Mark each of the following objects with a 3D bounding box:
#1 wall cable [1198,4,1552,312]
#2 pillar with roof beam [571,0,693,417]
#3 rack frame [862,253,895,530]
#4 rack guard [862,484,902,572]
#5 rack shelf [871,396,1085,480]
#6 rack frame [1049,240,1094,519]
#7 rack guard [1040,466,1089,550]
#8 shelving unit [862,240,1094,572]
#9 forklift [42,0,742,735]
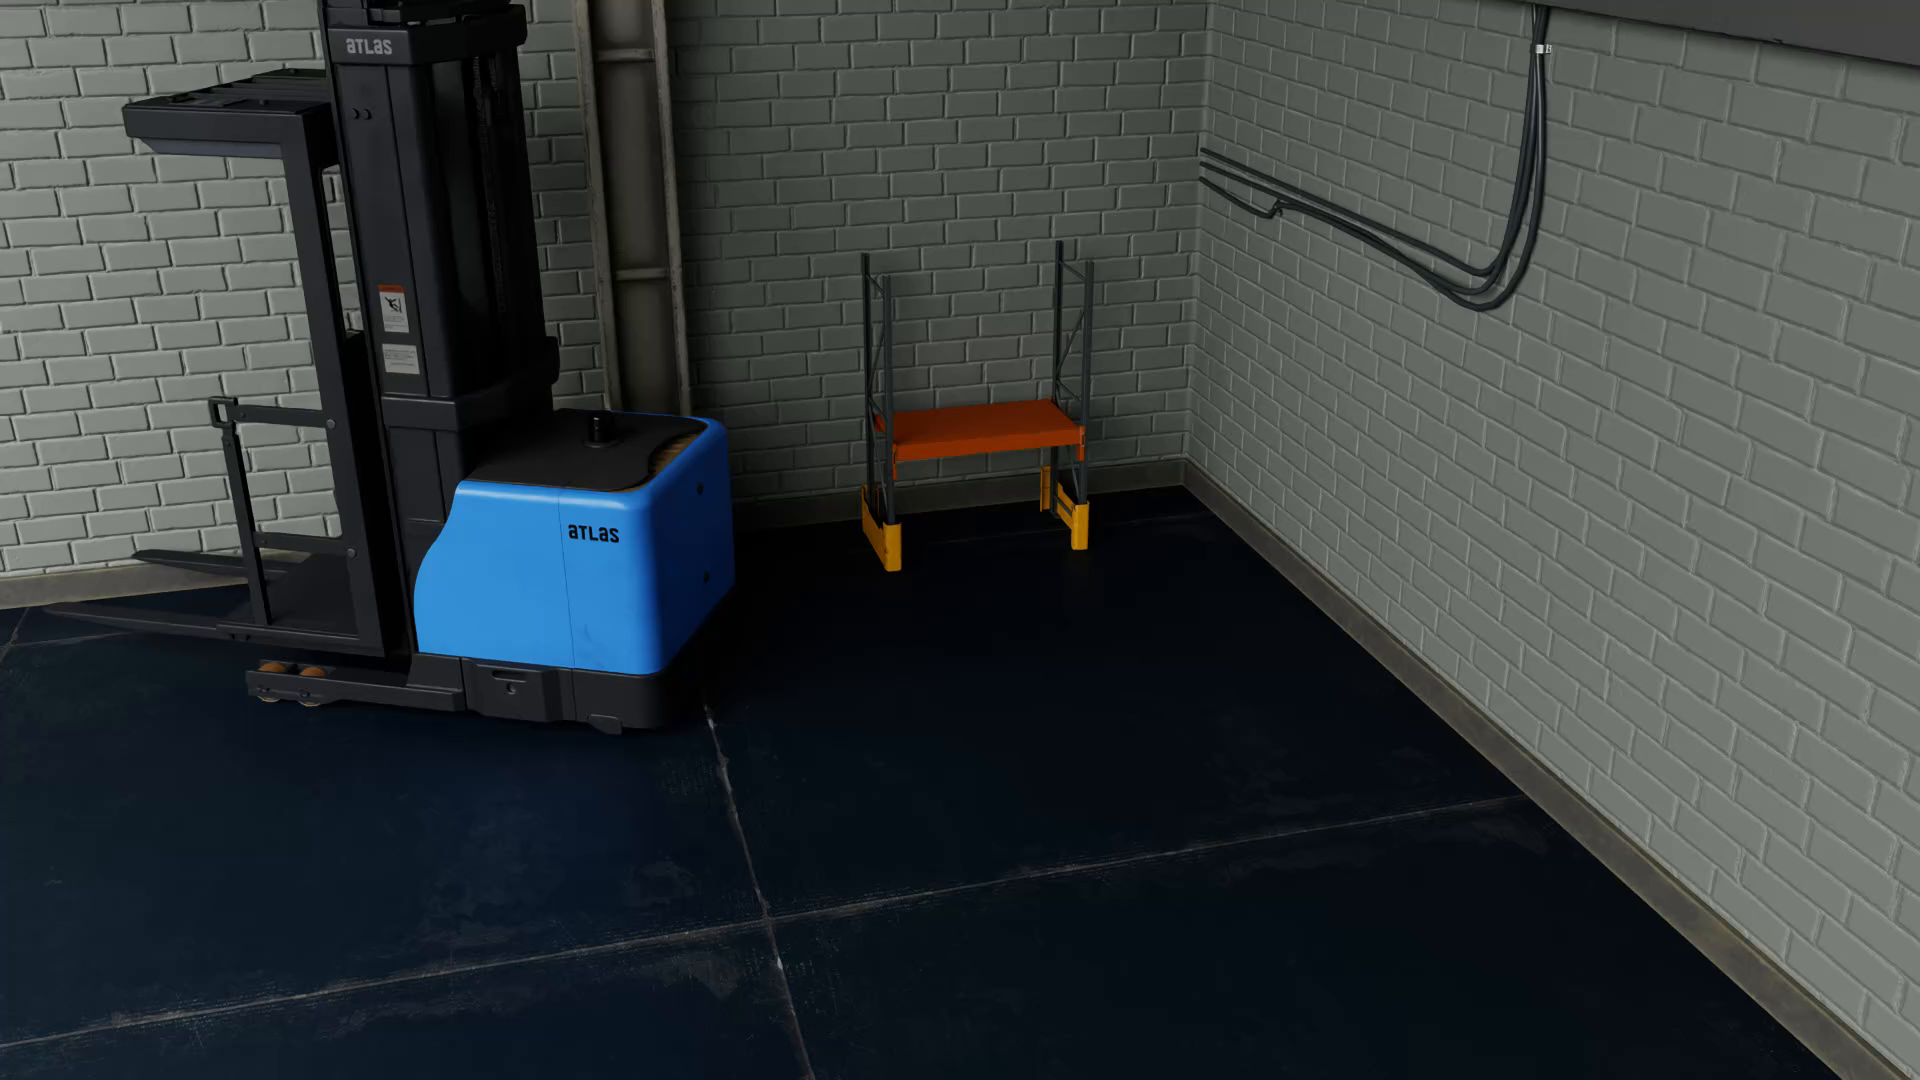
[{"bbox_3d":[1.634,-2.475,7.043,0.112,2.526,3.097,-6,24,-14],"label":"wall cable"},{"bbox_3d":[-0.397,-2.455,3.060,0.400,9.000,9.100,-6,24,-14],"label":"pillar with roof beam"},{"bbox_3d":[-0.407,-0.644,8.349,0.032,1.500,0.500,-6,24,-14],"label":"rack frame"},{"bbox_3d":[-0.406,-0.070,8.596,0.087,0.250,0.587,-6,24,-14],"label":"rack guard"},{"bbox_3d":[0.082,-0.533,8.546,1.000,0.185,0.538,-6,24,-14],"label":"rack shelf"},{"bbox_3d":[0.572,-0.752,8.602,0.032,1.500,0.500,-6,24,-14],"label":"rack frame"},{"bbox_3d":[0.553,-0.176,8.843,0.087,0.250,0.587,-6,24,-14],"label":"rack guard"},{"bbox_3d":[0.073,-0.697,8.473,1.083,1.500,0.587,-6,24,-14],"label":"shelving unit"},{"bbox_3d":[-2.571,-0.832,6.972,3.031,2.935,1.130,5,24,11],"label":"forklift"}]
